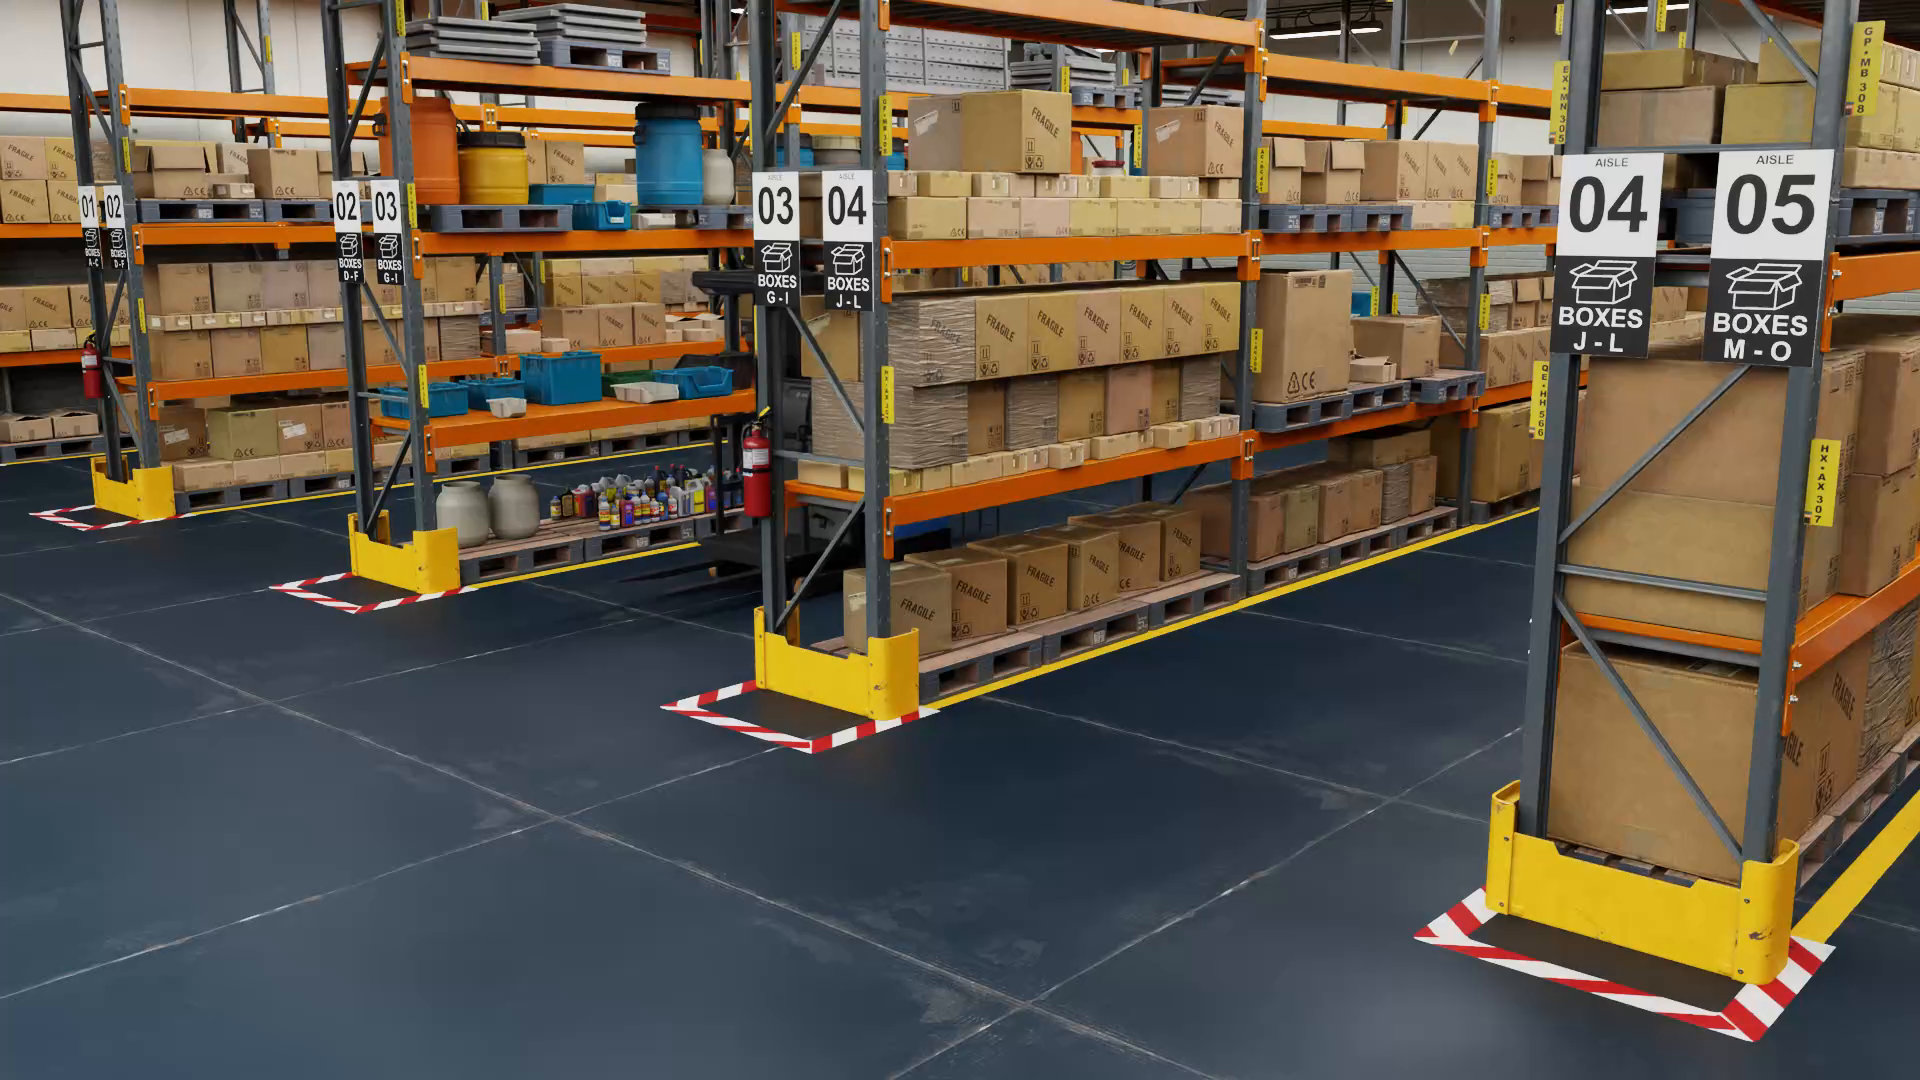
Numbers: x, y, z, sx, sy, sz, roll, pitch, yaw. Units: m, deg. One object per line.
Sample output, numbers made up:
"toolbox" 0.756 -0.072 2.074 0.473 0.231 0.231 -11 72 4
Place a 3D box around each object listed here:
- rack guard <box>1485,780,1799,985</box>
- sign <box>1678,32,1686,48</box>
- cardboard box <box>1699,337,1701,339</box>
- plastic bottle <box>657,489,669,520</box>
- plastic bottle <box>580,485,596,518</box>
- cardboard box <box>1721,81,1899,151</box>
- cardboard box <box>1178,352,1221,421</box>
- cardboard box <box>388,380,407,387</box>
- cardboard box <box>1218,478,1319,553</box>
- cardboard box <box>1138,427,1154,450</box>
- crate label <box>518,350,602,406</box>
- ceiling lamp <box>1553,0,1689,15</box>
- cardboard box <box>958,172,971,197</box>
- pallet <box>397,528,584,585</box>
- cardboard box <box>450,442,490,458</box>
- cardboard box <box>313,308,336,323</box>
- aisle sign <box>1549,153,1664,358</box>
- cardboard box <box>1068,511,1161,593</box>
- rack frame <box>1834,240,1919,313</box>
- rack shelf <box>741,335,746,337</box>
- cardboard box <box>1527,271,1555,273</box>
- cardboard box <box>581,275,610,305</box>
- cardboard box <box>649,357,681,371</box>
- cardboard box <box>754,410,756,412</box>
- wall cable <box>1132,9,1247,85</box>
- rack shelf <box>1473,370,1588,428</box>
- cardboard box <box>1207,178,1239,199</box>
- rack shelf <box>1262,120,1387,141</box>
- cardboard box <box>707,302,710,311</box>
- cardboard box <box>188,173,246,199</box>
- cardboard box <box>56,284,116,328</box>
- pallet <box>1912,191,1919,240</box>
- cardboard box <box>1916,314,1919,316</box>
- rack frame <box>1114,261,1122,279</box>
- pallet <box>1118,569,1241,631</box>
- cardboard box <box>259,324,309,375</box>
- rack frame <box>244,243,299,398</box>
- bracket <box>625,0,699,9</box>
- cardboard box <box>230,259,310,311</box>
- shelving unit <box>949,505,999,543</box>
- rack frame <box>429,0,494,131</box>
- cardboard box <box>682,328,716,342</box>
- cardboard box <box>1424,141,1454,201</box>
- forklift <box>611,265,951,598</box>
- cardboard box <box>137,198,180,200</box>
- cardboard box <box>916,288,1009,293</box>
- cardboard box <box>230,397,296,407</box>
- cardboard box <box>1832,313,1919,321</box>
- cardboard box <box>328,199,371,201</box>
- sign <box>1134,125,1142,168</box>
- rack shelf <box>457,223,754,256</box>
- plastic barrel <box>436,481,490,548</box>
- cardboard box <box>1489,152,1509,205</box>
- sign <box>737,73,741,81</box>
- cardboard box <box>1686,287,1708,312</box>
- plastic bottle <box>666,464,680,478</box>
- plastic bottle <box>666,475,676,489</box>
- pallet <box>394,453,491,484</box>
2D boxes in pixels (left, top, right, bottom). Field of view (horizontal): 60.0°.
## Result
"rack guard" 2.818 1.404 6.944 1.175 0.500 0.348 10 15 40
"sign" 9.323 -6.386 21.457 0.100 0.325 0.005 10 15 40
"cardboard box" 8.905 -2.429 20.393 0.380 0.149 0.250 10 15 41
"plastic bottle" -2.689 -0.321 15.042 0.097 0.271 0.097 0 11 0
"plastic bottle" -3.396 -0.352 15.167 0.061 0.283 0.133 10 15 40
"cardboard box" 3.345 -1.661 6.547 0.500 0.250 0.500 10 15 40
"cardboard box" 1.471 -1.207 12.618 0.875 0.500 0.500 10 15 40
"cardboard box" -8.204 -2.244 24.085 0.700 0.500 0.500 10 15 41
"cardboard box" 2.565 -0.215 13.928 0.700 0.500 0.500 10 15 40
"cardboard box" 1.166 -0.742 11.946 0.380 0.149 0.250 10 15 40
"crate label" -3.534 -1.445 14.736 0.502 0.435 0.616 10 15 40
"ceiling lamp" 9.679 -9.349 24.182 2.000 3.185 0.800 10 15 40
"cardboard box" -0.152 -2.164 10.131 0.380 0.149 0.250 9 15 39
"pallet" -3.991 0.109 14.163 1.003 0.211 1.213 10 15 40
"cardboard box" -5.766 -1.112 19.109 0.500 0.250 0.500 10 15 40
"cardboard box" -6.828 -2.386 17.626 0.380 0.149 0.250 10 15 41
"aisle sign" 2.561 -1.129 6.604 0.394 0.787 0.004 10 15 40
"cardboard box" 1.148 0.089 12.457 0.500 0.500 0.500 -7 13 -30
"rack frame" 5.474 -0.414 9.664 1.000 3.000 0.127 10 15 40
"rack shelf" -1.663 -2.881 23.854 1.077 0.370 4.000 10 15 40
"cardboard box" 6.680 -2.693 18.258 0.797 0.503 0.637 9 15 39
"cardboard box" -5.842 -3.899 26.045 0.500 0.500 0.500 10 15 42
"cardboard box" -4.983 -3.076 27.411 0.750 0.750 0.750 10 15 42
"cardboard box" -2.468 -1.960 22.663 0.500 0.500 0.500 11 15 43
"wall cable" 4.608 -9.089 32.813 3.097 2.526 0.112 10 15 40
"rack shelf" 5.775 -1.600 17.439 1.077 0.370 4.000 10 15 40
"cardboard box" 1.817 -2.578 12.204 0.380 0.149 0.250 10 15 42
"rack shelf" 4.695 -5.575 23.043 1.077 0.370 4.000 10 15 40
"cardboard box" -4.226 -3.928 27.850 0.380 0.149 0.250 10 15 41
"cardboard box" -7.702 -3.638 17.103 0.500 0.250 0.500 10 15 40
"cardboard box" -10.768 -2.885 20.452 0.500 0.500 0.500 9 14 39
"pallet" 4.120 -1.544 7.888 1.003 0.211 1.213 10 15 40
"cardboard box" 6.469 -1.177 10.678 0.700 0.500 0.500 10 15 41
"rack frame" 2.297 -4.117 28.204 1.000 3.000 0.127 10 15 40
"pallet" 1.398 0.401 12.704 1.003 0.211 1.213 10 15 40
"cardboard box" -7.272 -2.029 17.495 0.700 0.500 0.500 10 15 41
"rack frame" -9.348 -2.991 22.568 1.000 3.000 0.127 10 15 40
"bracket" -5.974 -8.602 26.150 0.076 0.066 4.783 10 15 40
"cardboard box" -7.237 -2.675 17.418 0.700 0.500 0.500 10 15 41
"shelving unit" 0.109 -0.613 15.254 0.258 1.200 0.503 10 15 40
"rack frame" -5.624 -5.293 18.776 1.000 3.000 0.127 10 15 40
"cardboard box" -3.370 -2.649 21.494 0.380 0.149 0.250 10 15 40
"cardboard box" 3.998 -3.244 14.645 0.500 0.500 0.500 10 15 40
"forklift" -1.411 -1.095 13.251 1.130 2.935 3.031 9 15 39
"cardboard box" -10.176 -4.256 20.933 0.500 0.500 0.500 9 14 38
"cardboard box" 0.009 -1.427 11.169 0.500 0.500 0.500 10 15 40
"cardboard box" -7.485 -1.255 17.906 0.500 0.500 0.500 10 15 40
"cardboard box" 5.204 -0.967 9.294 0.875 0.550 0.550 10 15 40
"cardboard box" -8.520 -4.785 23.046 0.500 0.311 0.500 10 15 42
"sign" 1.396 -3.059 12.922 0.100 0.325 0.005 10 15 40
"rack shelf" -4.304 -3.764 20.614 1.077 0.370 4.000 10 15 40
"plastic barrel" -4.169 -0.215 13.945 0.421 0.512 0.421 0 11 0
"cardboard box" 4.804 -3.485 16.046 0.797 0.503 0.637 11 16 44
"sign" -3.651 -7.539 27.432 0.100 0.325 0.005 10 15 40
"cardboard box" 9.612 -3.170 21.171 0.500 0.500 0.500 10 15 41
"plastic bottle" -2.750 -0.562 16.045 0.144 0.351 0.185 10 15 42
"plastic bottle" -2.755 -0.486 15.868 0.097 0.271 0.097 0 11 0
"pallet" -6.180 -0.872 19.078 1.003 0.211 1.213 10 15 40
